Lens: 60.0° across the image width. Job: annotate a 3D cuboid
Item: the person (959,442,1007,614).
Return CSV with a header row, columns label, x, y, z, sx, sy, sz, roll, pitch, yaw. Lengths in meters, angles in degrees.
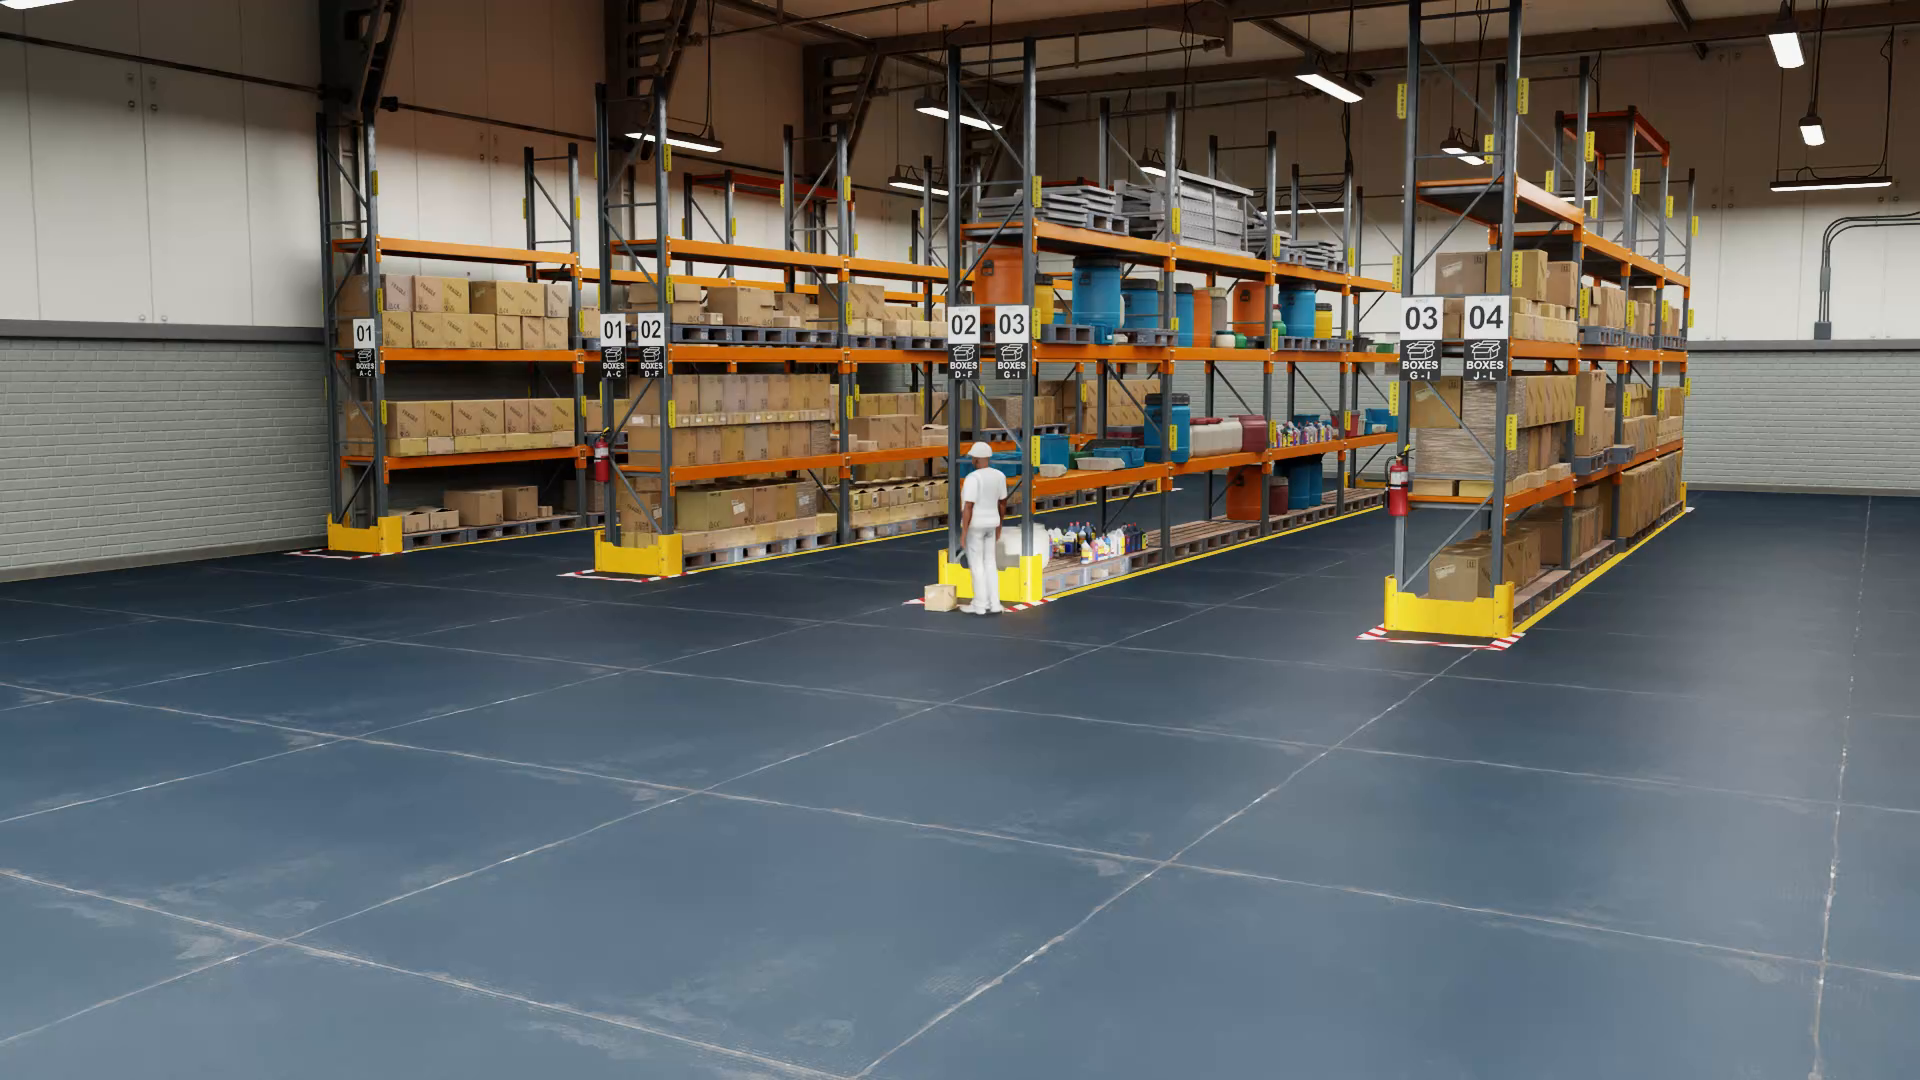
label,x,y,z,sx,sy,sz,roll,pitch,yaw
person,0.219,-0.128,17.138,0.623,1.768,0.405,-6,8,-43
